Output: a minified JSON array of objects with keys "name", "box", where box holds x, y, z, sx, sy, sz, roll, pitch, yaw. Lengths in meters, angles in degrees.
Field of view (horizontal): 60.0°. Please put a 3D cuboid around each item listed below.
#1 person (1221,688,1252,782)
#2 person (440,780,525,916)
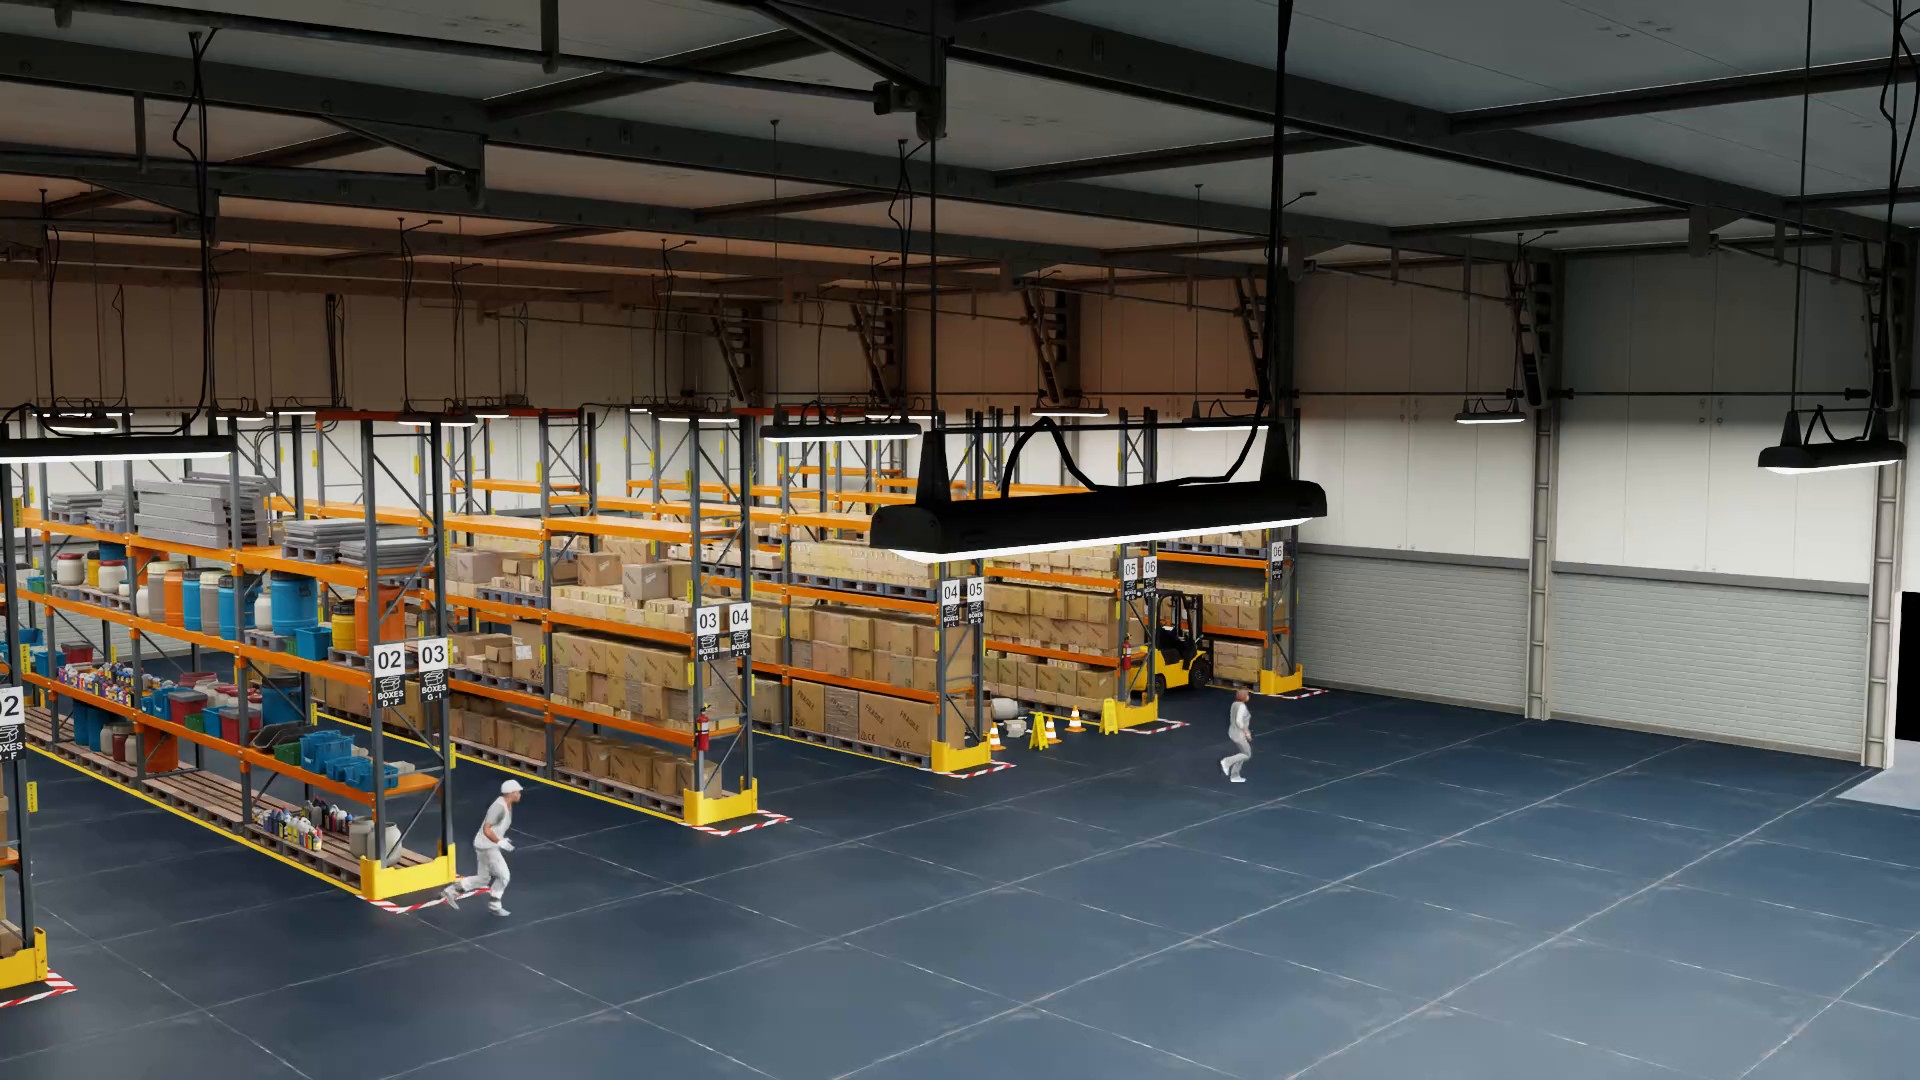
[{"name":"person","box":[4.490,3.190,26.996,0.579,1.519,0.523,-1,5,-9]},{"name":"person","box":[-5.773,3.744,20.118,1.014,1.682,0.663,0,5,-5]}]
